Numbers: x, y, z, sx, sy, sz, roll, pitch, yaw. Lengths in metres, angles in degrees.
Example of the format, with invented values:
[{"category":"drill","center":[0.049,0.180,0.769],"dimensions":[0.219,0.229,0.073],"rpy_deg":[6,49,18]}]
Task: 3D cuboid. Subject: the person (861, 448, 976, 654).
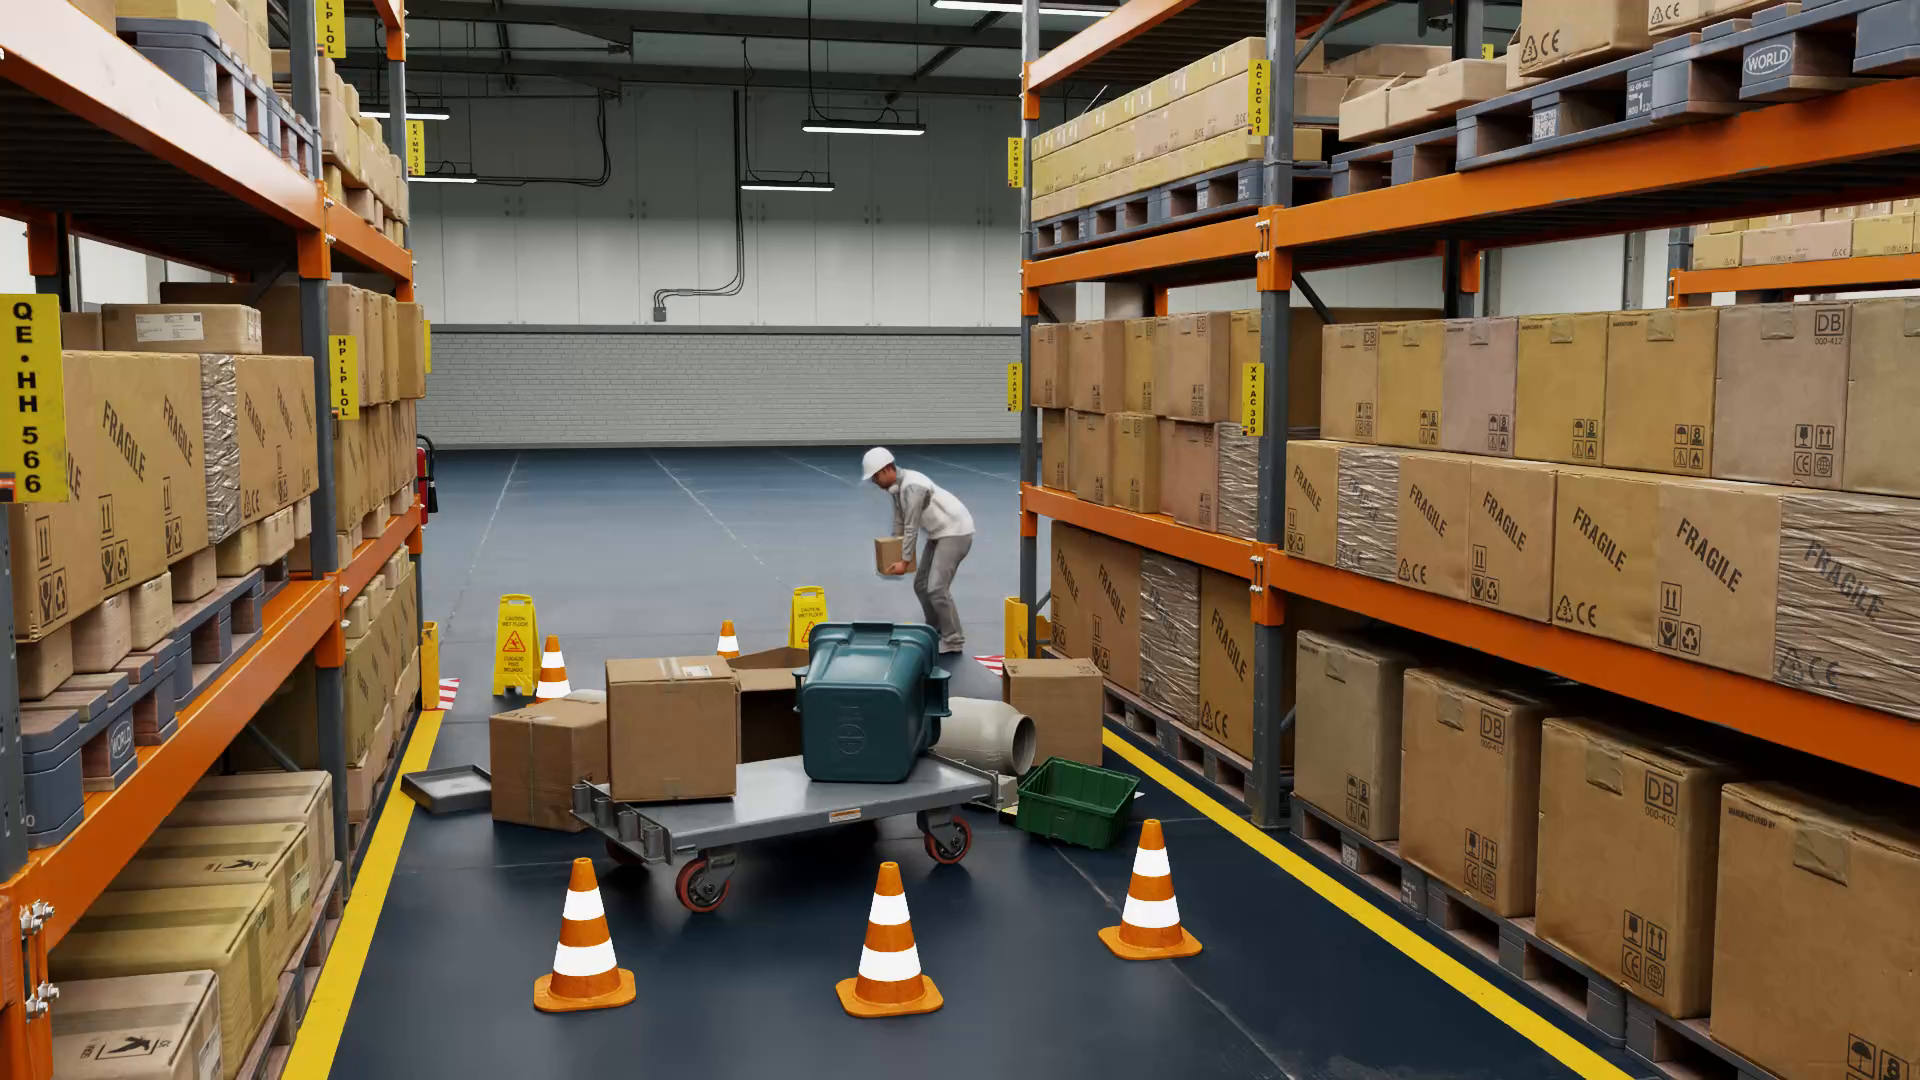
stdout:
[{"category":"person","center":[-0.313,0.074,12.317],"dimensions":[0.842,1.525,0.472],"rpy_deg":[-2,6,-15]}]
